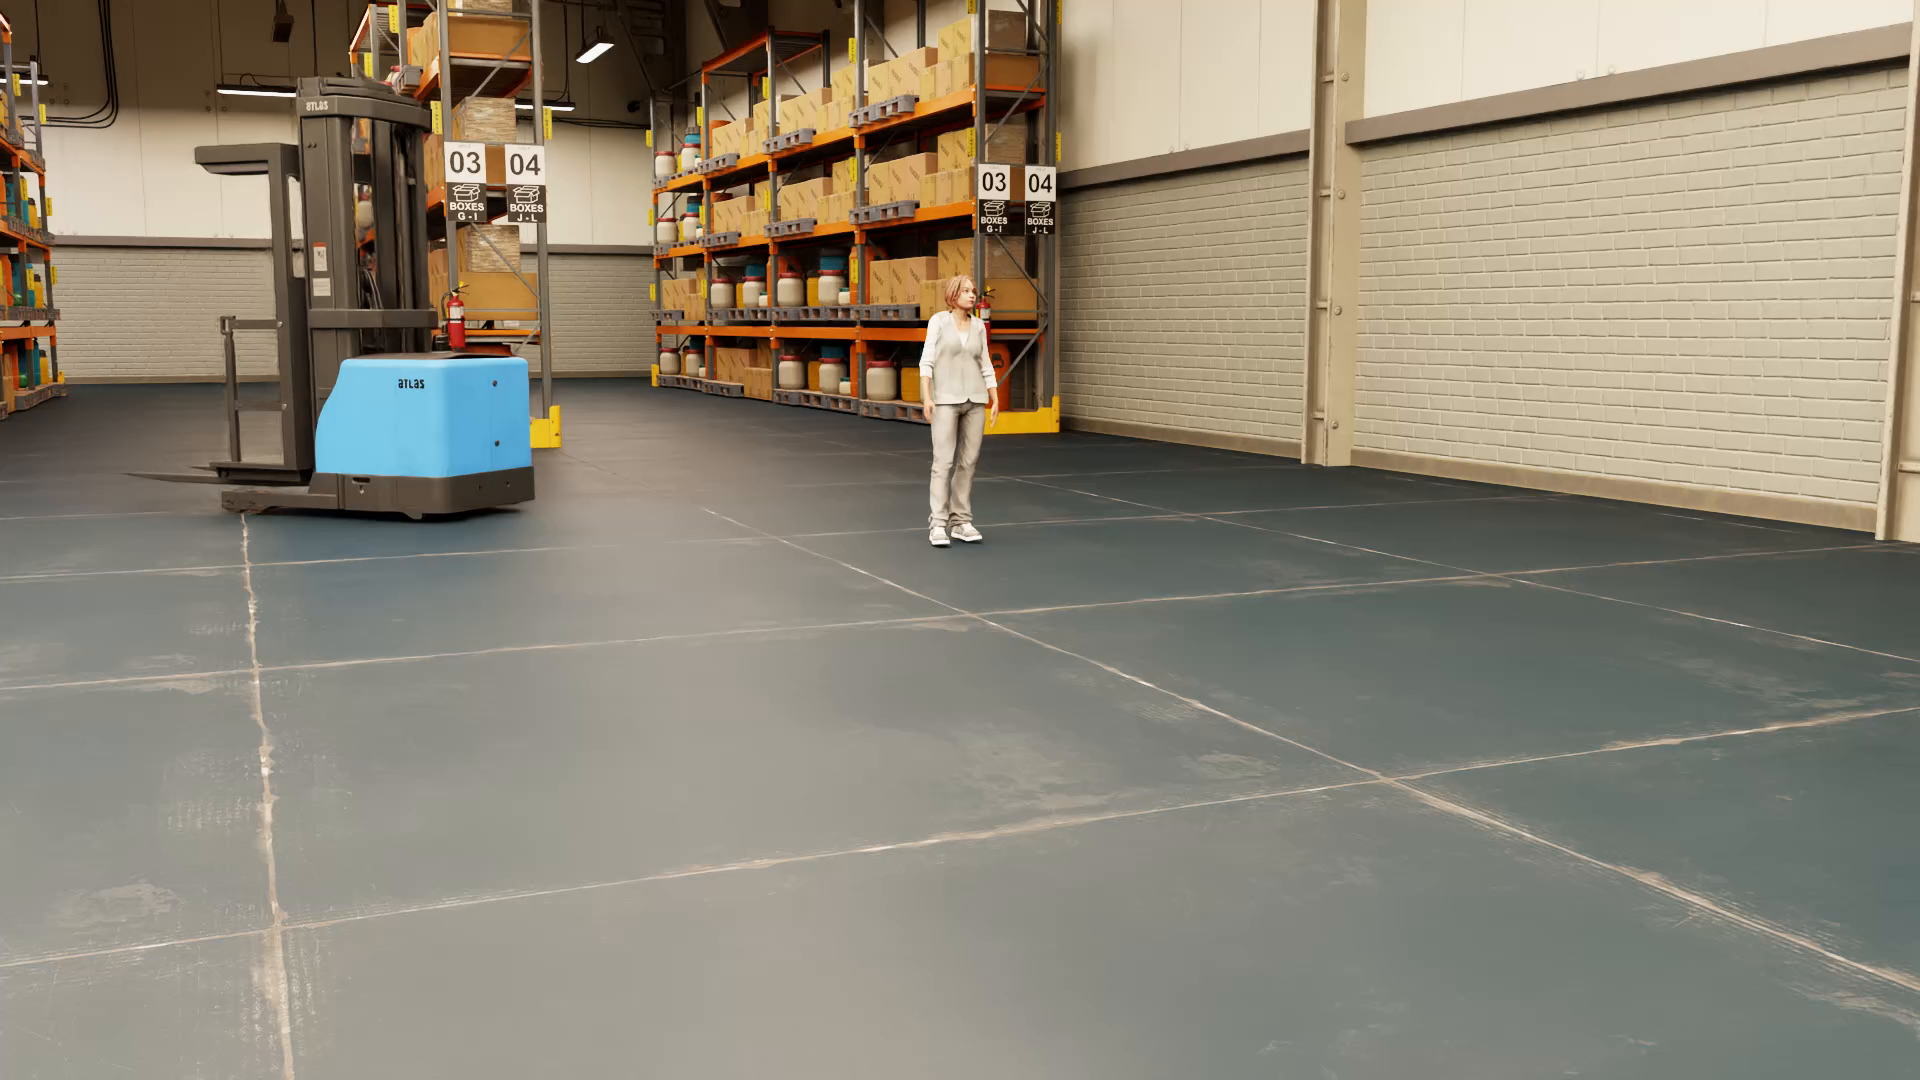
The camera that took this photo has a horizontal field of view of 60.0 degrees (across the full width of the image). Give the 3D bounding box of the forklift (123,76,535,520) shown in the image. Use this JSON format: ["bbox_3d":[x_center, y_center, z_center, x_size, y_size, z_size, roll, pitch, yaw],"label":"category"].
[{"bbox_3d":[-4.581,-1.685,11.722,3.031,2.935,1.130,3,8,22],"label":"forklift"}]

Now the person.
[{"bbox_3d":[0.016,-0.790,9.976,0.520,1.597,0.475,-3,8,-23],"label":"person"}]
